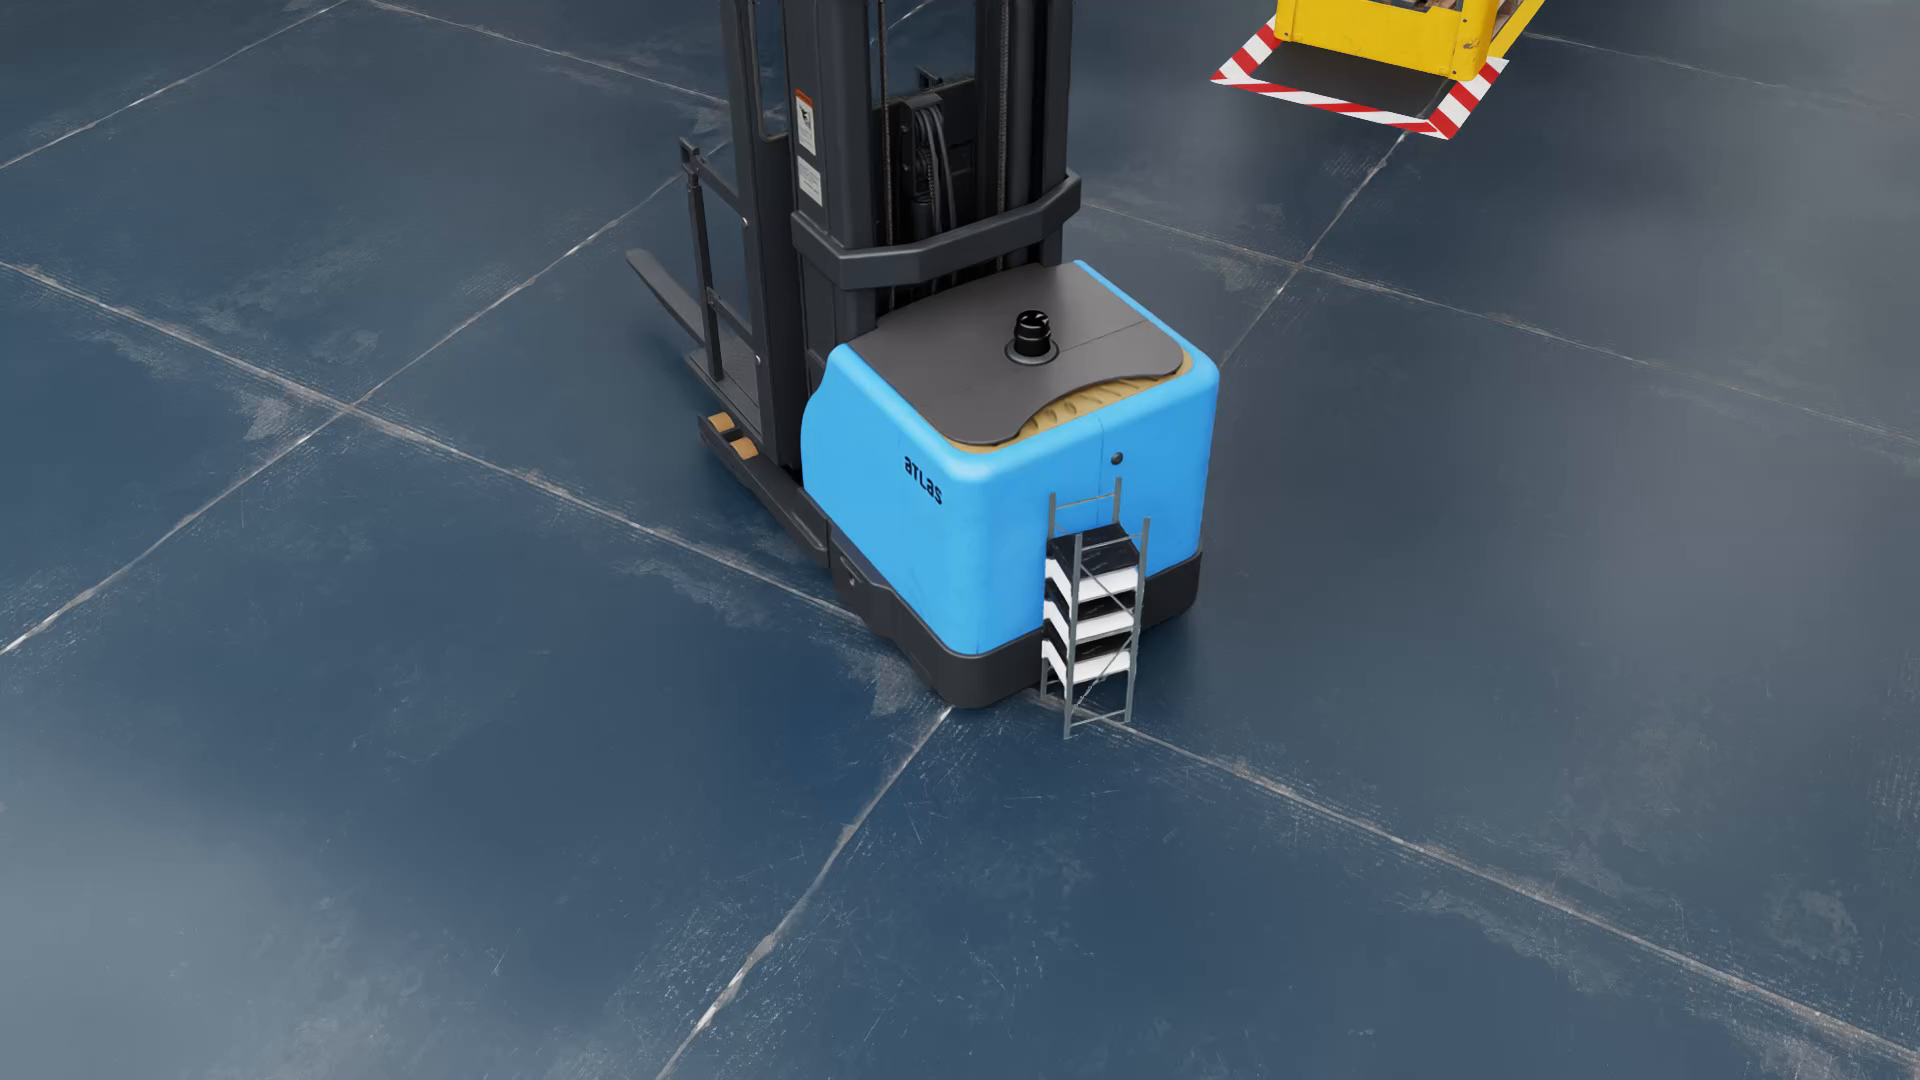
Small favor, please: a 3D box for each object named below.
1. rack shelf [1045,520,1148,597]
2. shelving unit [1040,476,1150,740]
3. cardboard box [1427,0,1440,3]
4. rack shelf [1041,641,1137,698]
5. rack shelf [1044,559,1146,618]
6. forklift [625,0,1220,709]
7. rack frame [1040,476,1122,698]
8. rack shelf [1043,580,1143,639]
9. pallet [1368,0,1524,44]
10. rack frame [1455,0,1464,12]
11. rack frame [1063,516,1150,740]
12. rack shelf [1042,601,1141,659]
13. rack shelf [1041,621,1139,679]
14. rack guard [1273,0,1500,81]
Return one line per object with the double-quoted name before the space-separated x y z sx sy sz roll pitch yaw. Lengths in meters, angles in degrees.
"rack shelf" 0.420 0.056 5.148 0.258 0.077 0.200 -14 43 -15
"shelving unit" 0.420 0.233 5.304 0.258 0.900 0.210 -14 43 -15
"cardboard box" 2.655 -3.439 9.459 0.500 0.500 0.500 30 49 29
"rack shelf" 0.420 0.393 5.445 0.258 0.077 0.200 -14 43 -15
"rack shelf" 0.420 0.123 5.207 0.258 0.077 0.200 -14 43 -15
"forklift" -0.380 -1.488 5.722 1.130 2.935 3.031 -23 46 -24
"rack frame" 0.385 0.170 5.376 0.240 0.900 0.006 -14 43 -15
"rack shelf" 0.420 0.191 5.267 0.258 0.077 0.200 -14 43 -15
"pallet" 2.803 -3.318 9.858 1.003 0.211 1.213 21 45 22
"rack frame" 2.328 -3.868 8.372 1.000 3.000 0.127 21 45 22
"rack frame" 0.455 0.296 5.232 0.240 0.900 0.006 -14 43 -15
"rack shelf" 0.420 0.258 5.326 0.258 0.077 0.200 -14 43 -15
"rack shelf" 0.420 0.326 5.386 0.258 0.077 0.200 -14 43 -15
"rack guard" 2.366 -2.973 9.248 1.175 0.500 0.348 21 45 22
